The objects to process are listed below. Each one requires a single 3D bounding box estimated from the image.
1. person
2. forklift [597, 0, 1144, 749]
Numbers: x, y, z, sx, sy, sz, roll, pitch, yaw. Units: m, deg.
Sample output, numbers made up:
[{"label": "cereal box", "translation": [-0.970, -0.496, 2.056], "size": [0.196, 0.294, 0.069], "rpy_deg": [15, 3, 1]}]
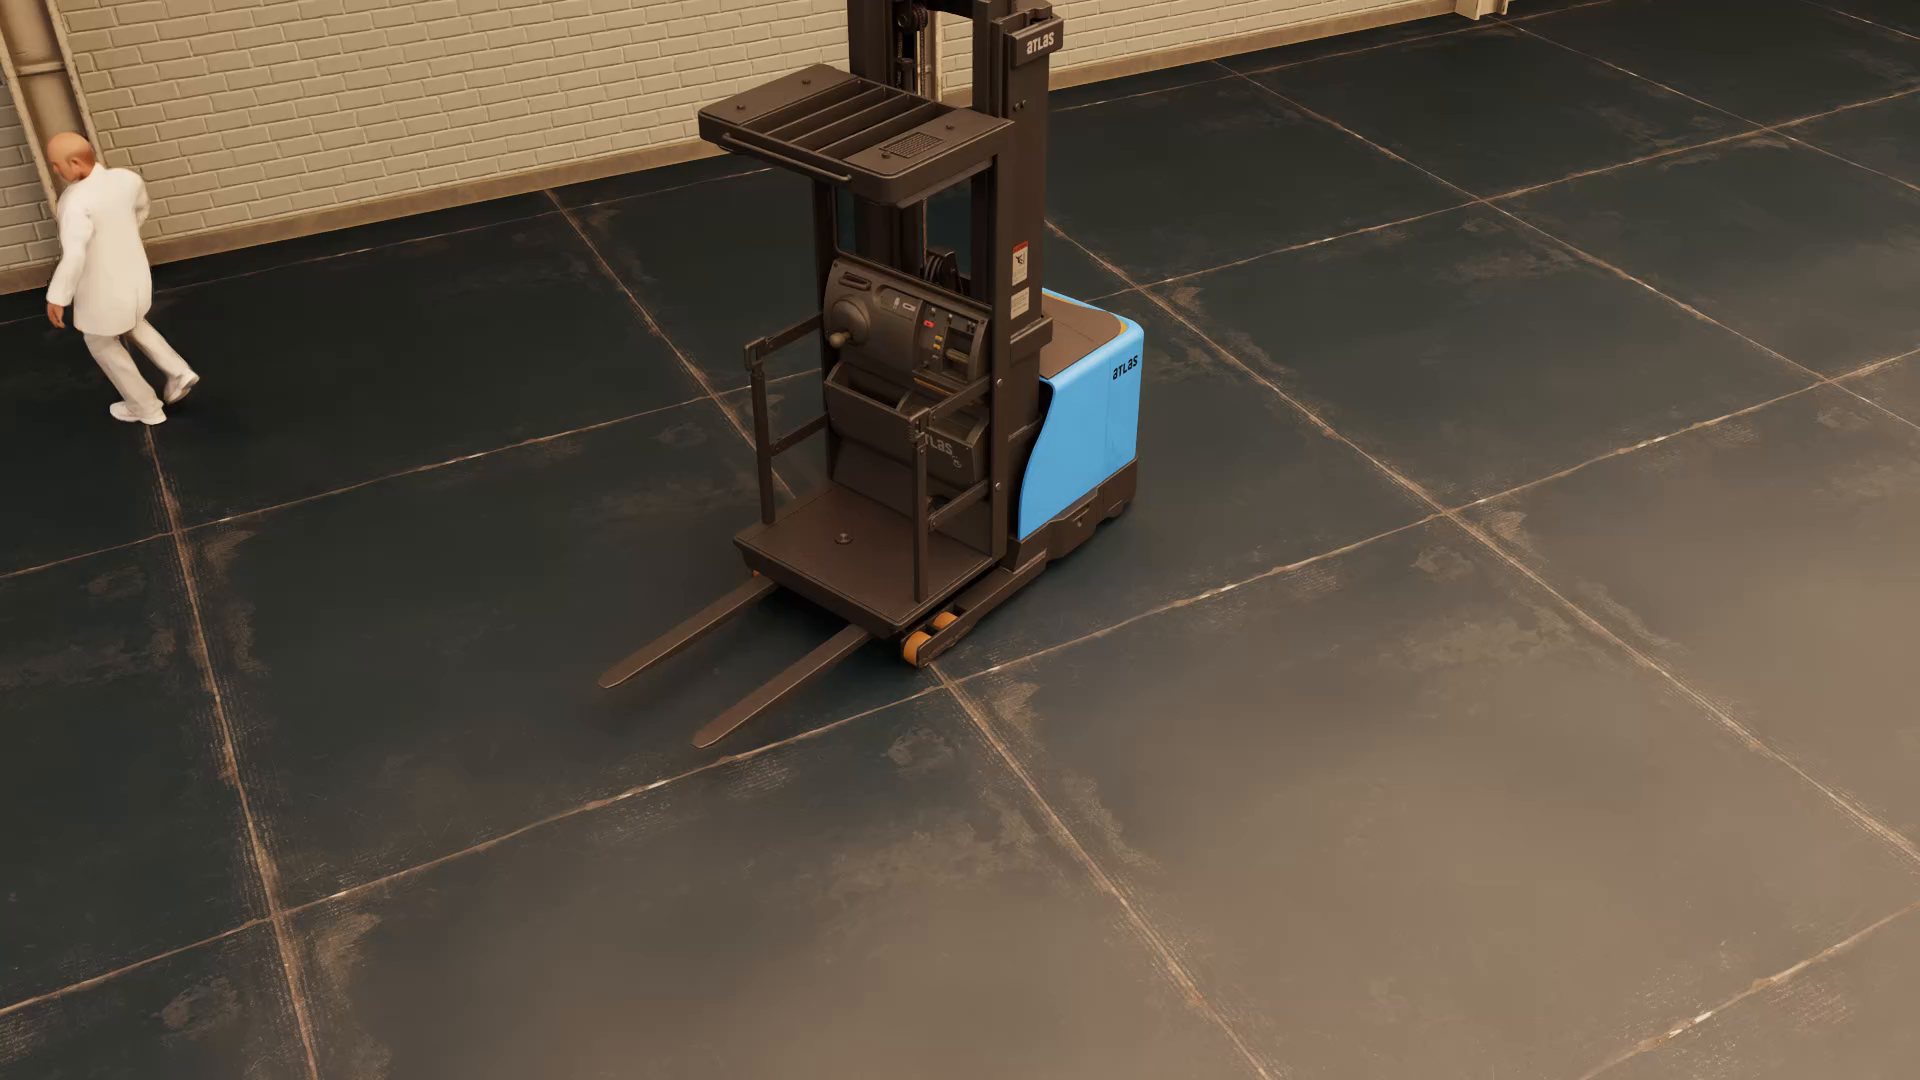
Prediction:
[{"label": "person", "translation": [-4.711, -1.405, 9.154], "size": [0.517, 1.754, 0.831], "rpy_deg": [13, 37, 17]}, {"label": "forklift", "translation": [-0.390, -0.927, 7.434], "size": [1.130, 2.935, 3.031], "rpy_deg": [26, 43, 31]}]
